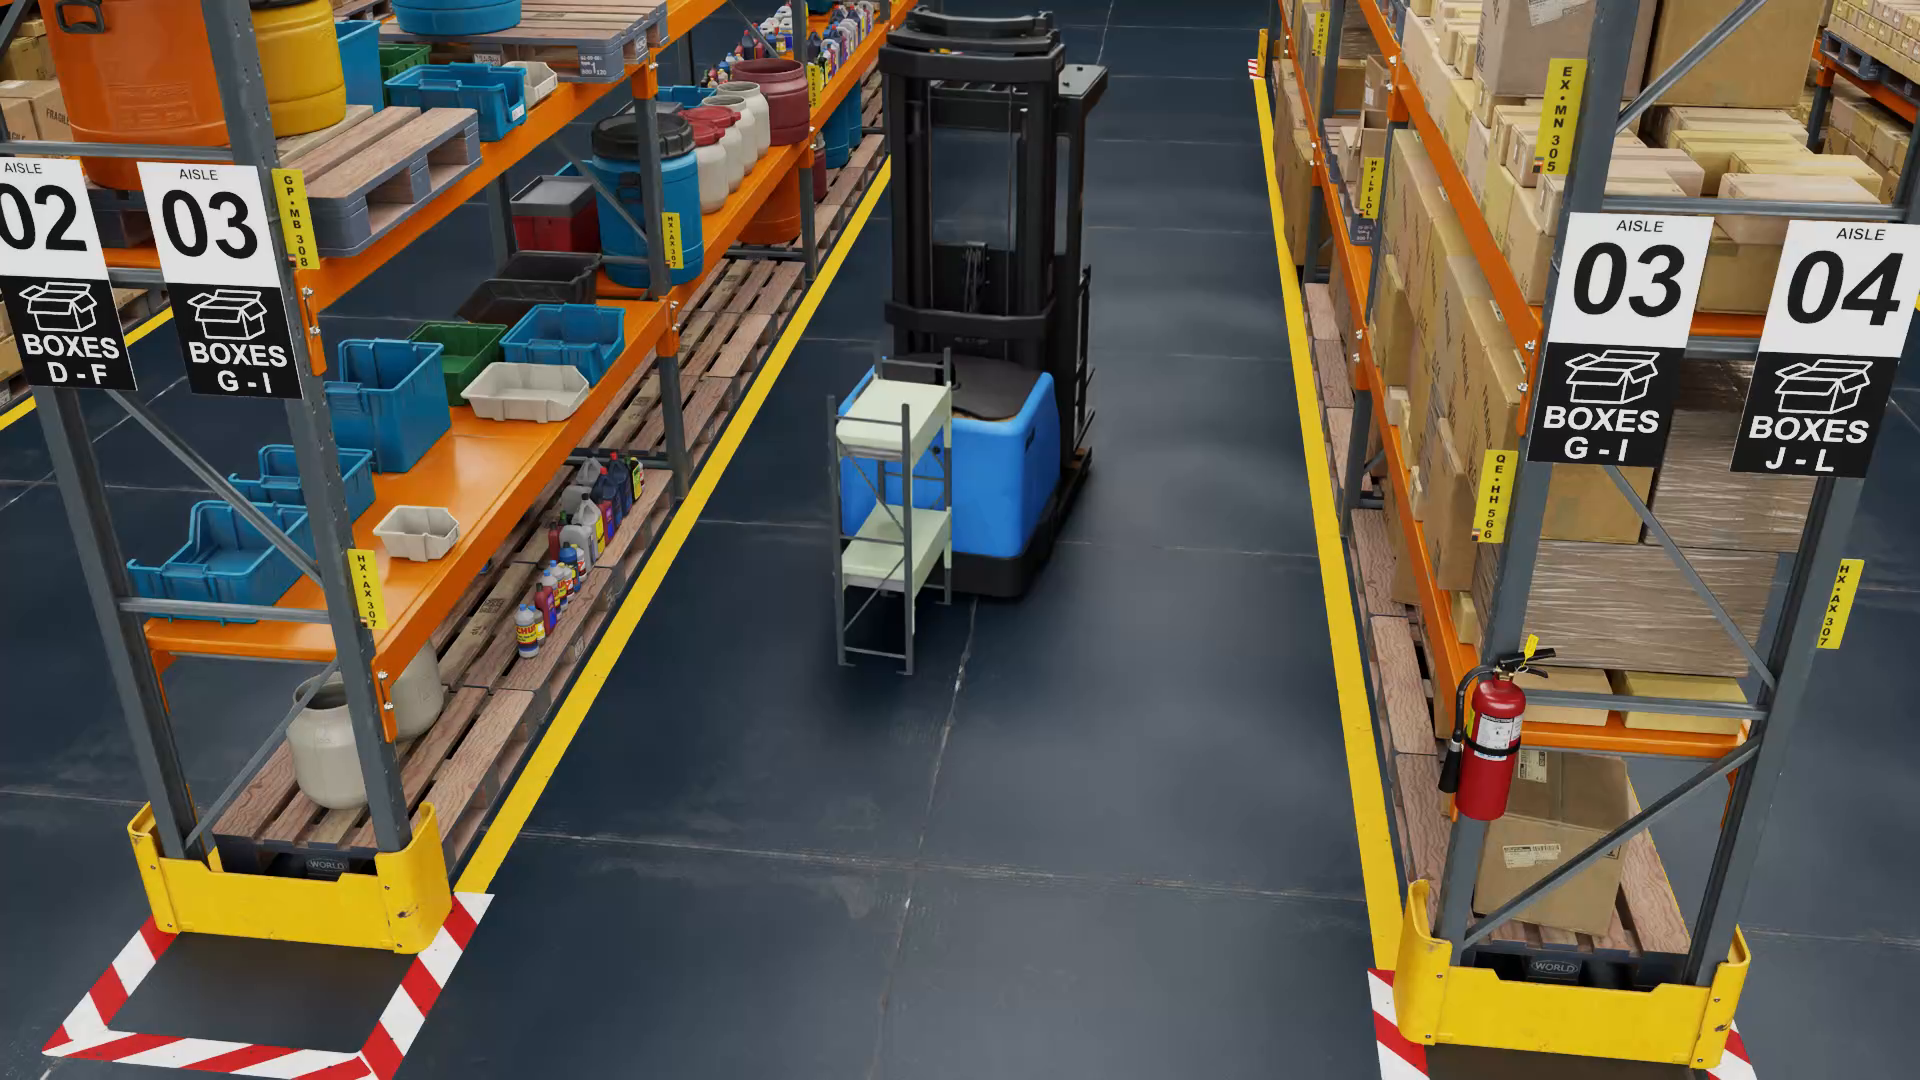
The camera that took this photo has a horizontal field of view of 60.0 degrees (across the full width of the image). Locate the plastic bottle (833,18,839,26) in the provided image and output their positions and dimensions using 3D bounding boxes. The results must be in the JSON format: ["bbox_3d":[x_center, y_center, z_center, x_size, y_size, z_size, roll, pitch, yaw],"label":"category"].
[{"bbox_3d":[-1.158,-4.711,15.467,0.097,0.271,0.097,0,28,0],"label":"plastic bottle"}]

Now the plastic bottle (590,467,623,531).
[{"bbox_3d":[-1.995,-0.234,9.351,0.144,0.351,0.185,2,28,4],"label":"plastic bottle"}]

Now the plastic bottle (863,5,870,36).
[{"bbox_3d":[-0.909,-5.015,16.019,0.061,0.283,0.133,3,28,6],"label":"plastic bottle"}]

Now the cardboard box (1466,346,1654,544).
[{"bbox_3d":[2.069,-0.334,5.735,0.500,0.500,0.500,3,28,6],"label":"cardboard box"}]

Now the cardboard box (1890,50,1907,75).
[{"bbox_3d":[7.934,-3.941,13.725,0.380,0.149,0.250,2,28,4],"label":"cardboard box"}]

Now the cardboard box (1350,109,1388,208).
[{"bbox_3d":[2.858,-2.381,10.454,0.797,0.503,0.637,6,29,11],"label":"cardboard box"}]

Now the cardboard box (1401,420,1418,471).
[{"bbox_3d":[2.242,-0.428,7.646,0.380,0.149,0.250,3,28,6],"label":"cardboard box"}]

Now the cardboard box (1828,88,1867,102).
[{"bbox_3d":[8.960,-4.473,16.825,0.380,0.149,0.250,3,28,5],"label":"cardboard box"}]

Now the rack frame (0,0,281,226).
[{"bbox_3d":[-2.668,-2.375,4.670,1.000,3.000,0.127,3,28,6],"label":"rack frame"}]

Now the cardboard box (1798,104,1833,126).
[{"bbox_3d":[8.413,-4.133,16.195,0.380,0.149,0.250,4,29,8],"label":"cardboard box"}]

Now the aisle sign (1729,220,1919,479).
[{"bbox_3d":[2.537,-0.544,4.856,0.394,0.787,0.004,3,28,6],"label":"aisle sign"}]

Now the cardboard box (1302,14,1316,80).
[{"bbox_3d":[3.233,-4.221,14.317,0.500,0.500,0.500,4,29,7],"label":"cardboard box"}]

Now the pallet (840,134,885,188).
[{"bbox_3d":[-1.334,-3.794,16.570,1.003,0.211,1.213,3,28,6],"label":"pallet"}]

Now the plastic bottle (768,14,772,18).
[{"bbox_3d":[-1.775,-4.765,15.555,0.061,0.283,0.133,3,28,6],"label":"plastic bottle"}]

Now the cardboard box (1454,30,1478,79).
[{"bbox_3d":[2.269,-2.008,6.889,0.380,0.149,0.250,3,28,5],"label":"cardboard box"}]

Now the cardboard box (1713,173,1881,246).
[{"bbox_3d":[2.510,-0.992,5.004,0.380,0.149,0.250,3,28,6],"label":"cardboard box"}]

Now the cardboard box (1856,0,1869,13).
[{"bbox_3d":[8.061,-4.684,14.477,0.380,0.149,0.250,4,29,7],"label":"cardboard box"}]

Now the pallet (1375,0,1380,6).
[{"bbox_3d":[3.043,-3.339,9.821,1.213,0.211,1.003,3,28,6],"label":"pallet"}]

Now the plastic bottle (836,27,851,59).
[{"bbox_3d":[-1.077,-4.542,15.148,0.152,0.276,0.135,3,28,6],"label":"plastic bottle"}]

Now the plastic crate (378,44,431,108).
[{"bbox_3d":[-2.642,-2.117,7.578,0.336,0.188,0.450,3,28,6],"label":"plastic crate"}]

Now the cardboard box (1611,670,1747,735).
[{"bbox_3d":[2.519,0.544,5.842,0.380,0.149,0.250,3,28,6],"label":"cardboard box"}]

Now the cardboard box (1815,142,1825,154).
[{"bbox_3d":[8.338,-3.893,16.376,0.380,0.149,0.250,4,29,7],"label":"cardboard box"}]

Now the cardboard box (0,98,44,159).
[{"bbox_3d":[-6.858,-2.795,11.669,0.500,0.500,0.500,3,28,6],"label":"cardboard box"}]

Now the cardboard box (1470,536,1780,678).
[{"bbox_3d":[2.342,0.122,5.942,0.875,0.500,0.500,3,28,6],"label":"cardboard box"}]

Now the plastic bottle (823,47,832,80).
[{"bbox_3d":[-1.160,-4.116,14.363,0.097,0.271,0.097,0,28,0],"label":"plastic bottle"}]

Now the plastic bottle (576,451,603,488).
[{"bbox_3d":[-2.114,-0.333,9.534,0.144,0.351,0.185,3,28,6],"label":"plastic bottle"}]

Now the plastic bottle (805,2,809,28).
[{"bbox_3d":[-1.568,-5.195,16.282,0.144,0.351,0.185,3,28,6],"label":"plastic bottle"}]

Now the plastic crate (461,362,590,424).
[{"bbox_3d":[-2.126,-0.722,8.205,0.530,0.136,0.437,3,28,6],"label":"plastic crate"}]

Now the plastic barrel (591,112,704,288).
[{"bbox_3d":[-1.830,-2.002,9.774,0.600,0.901,0.708,3,28,6],"label":"plastic barrel"}]

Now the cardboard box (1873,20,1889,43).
[{"bbox_3d":[8.000,-4.312,14.100,0.380,0.149,0.250,4,29,8],"label":"cardboard box"}]

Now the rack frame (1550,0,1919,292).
[{"bbox_3d":[2.247,-2.087,4.136,1.000,3.000,0.127,3,28,6],"label":"rack frame"}]

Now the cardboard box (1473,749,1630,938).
[{"bbox_3d":[2.340,1.177,6.596,0.500,0.500,0.500,9,30,16],"label":"cardboard box"}]

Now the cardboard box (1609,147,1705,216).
[{"bbox_3d":[2.120,-1.141,5.280,0.380,0.149,0.250,2,28,5],"label":"cardboard box"}]

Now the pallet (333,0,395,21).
[{"bbox_3d":[-6.320,-5.218,16.475,1.003,0.211,1.213,3,28,6],"label":"pallet"}]

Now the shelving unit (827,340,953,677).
[{"bbox_3d":[-0.336,-0.163,8.471,0.431,1.500,0.755,7,29,13],"label":"shelving unit"}]

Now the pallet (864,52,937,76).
[{"bbox_3d":[-0.848,-5.652,20.018,1.003,0.211,1.213,3,28,6],"label":"pallet"}]

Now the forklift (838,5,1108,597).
[{"bbox_3d":[0.211,-1.662,9.745,1.130,2.935,3.031,7,29,13],"label":"forklift"}]

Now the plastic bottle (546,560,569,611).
[{"bbox_3d":[-2.083,0.230,8.573,0.097,0.271,0.097,0,28,0],"label":"plastic bottle"}]

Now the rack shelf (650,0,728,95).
[{"bbox_3d":[-1.933,-3.562,10.795,1.077,0.370,4.000,3,28,6],"label":"rack shelf"}]

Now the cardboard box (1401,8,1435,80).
[{"bbox_3d":[2.428,-2.386,8.012,0.500,0.250,0.500,2,28,4],"label":"cardboard box"}]

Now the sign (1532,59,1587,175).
[{"bbox_3d":[1.699,-1.198,4.715,0.100,0.325,0.005,3,28,6],"label":"sign"}]

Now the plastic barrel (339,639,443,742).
[{"bbox_3d":[-2.602,0.626,7.605,0.421,0.512,0.421,0,28,0],"label":"plastic barrel"}]

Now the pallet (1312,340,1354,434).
[{"bbox_3d":[2.978,-1.044,11.465,1.003,0.211,1.213,3,28,6],"label":"pallet"}]

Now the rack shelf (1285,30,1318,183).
[{"bbox_3d":[3.472,-3.836,14.467,1.077,0.370,4.000,3,28,6],"label":"rack shelf"}]

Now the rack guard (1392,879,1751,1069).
[{"bbox_3d":[2.257,1.619,6.218,1.175,0.500,0.348,3,28,6],"label":"rack guard"}]

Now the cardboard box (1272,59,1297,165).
[{"bbox_3d":[3.659,-4.042,15.887,1.225,0.875,0.875,3,29,6],"label":"cardboard box"}]

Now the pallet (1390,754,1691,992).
[{"bbox_3d":[2.391,1.366,6.993,1.003,0.211,1.213,3,28,6],"label":"pallet"}]

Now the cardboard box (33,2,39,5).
[{"bbox_3d":[-10.864,-6.349,19.882,0.380,0.149,0.250,4,29,7],"label":"cardboard box"}]

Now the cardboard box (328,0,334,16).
[{"bbox_3d":[-6.269,-5.066,15.442,0.700,0.500,0.500,-4,29,-7],"label":"cardboard box"}]

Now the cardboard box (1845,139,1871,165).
[{"bbox_3d":[8.211,-3.262,14.834,0.500,0.500,0.500,5,29,8],"label":"cardboard box"}]

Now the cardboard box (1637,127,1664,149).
[{"bbox_3d":[2.684,-1.388,6.160,0.500,0.250,0.500,3,28,6],"label":"cardboard box"}]

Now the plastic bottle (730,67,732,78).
[{"bbox_3d":[-1.966,-3.927,14.085,0.097,0.201,0.097,0,28,0],"label":"plastic bottle"}]
